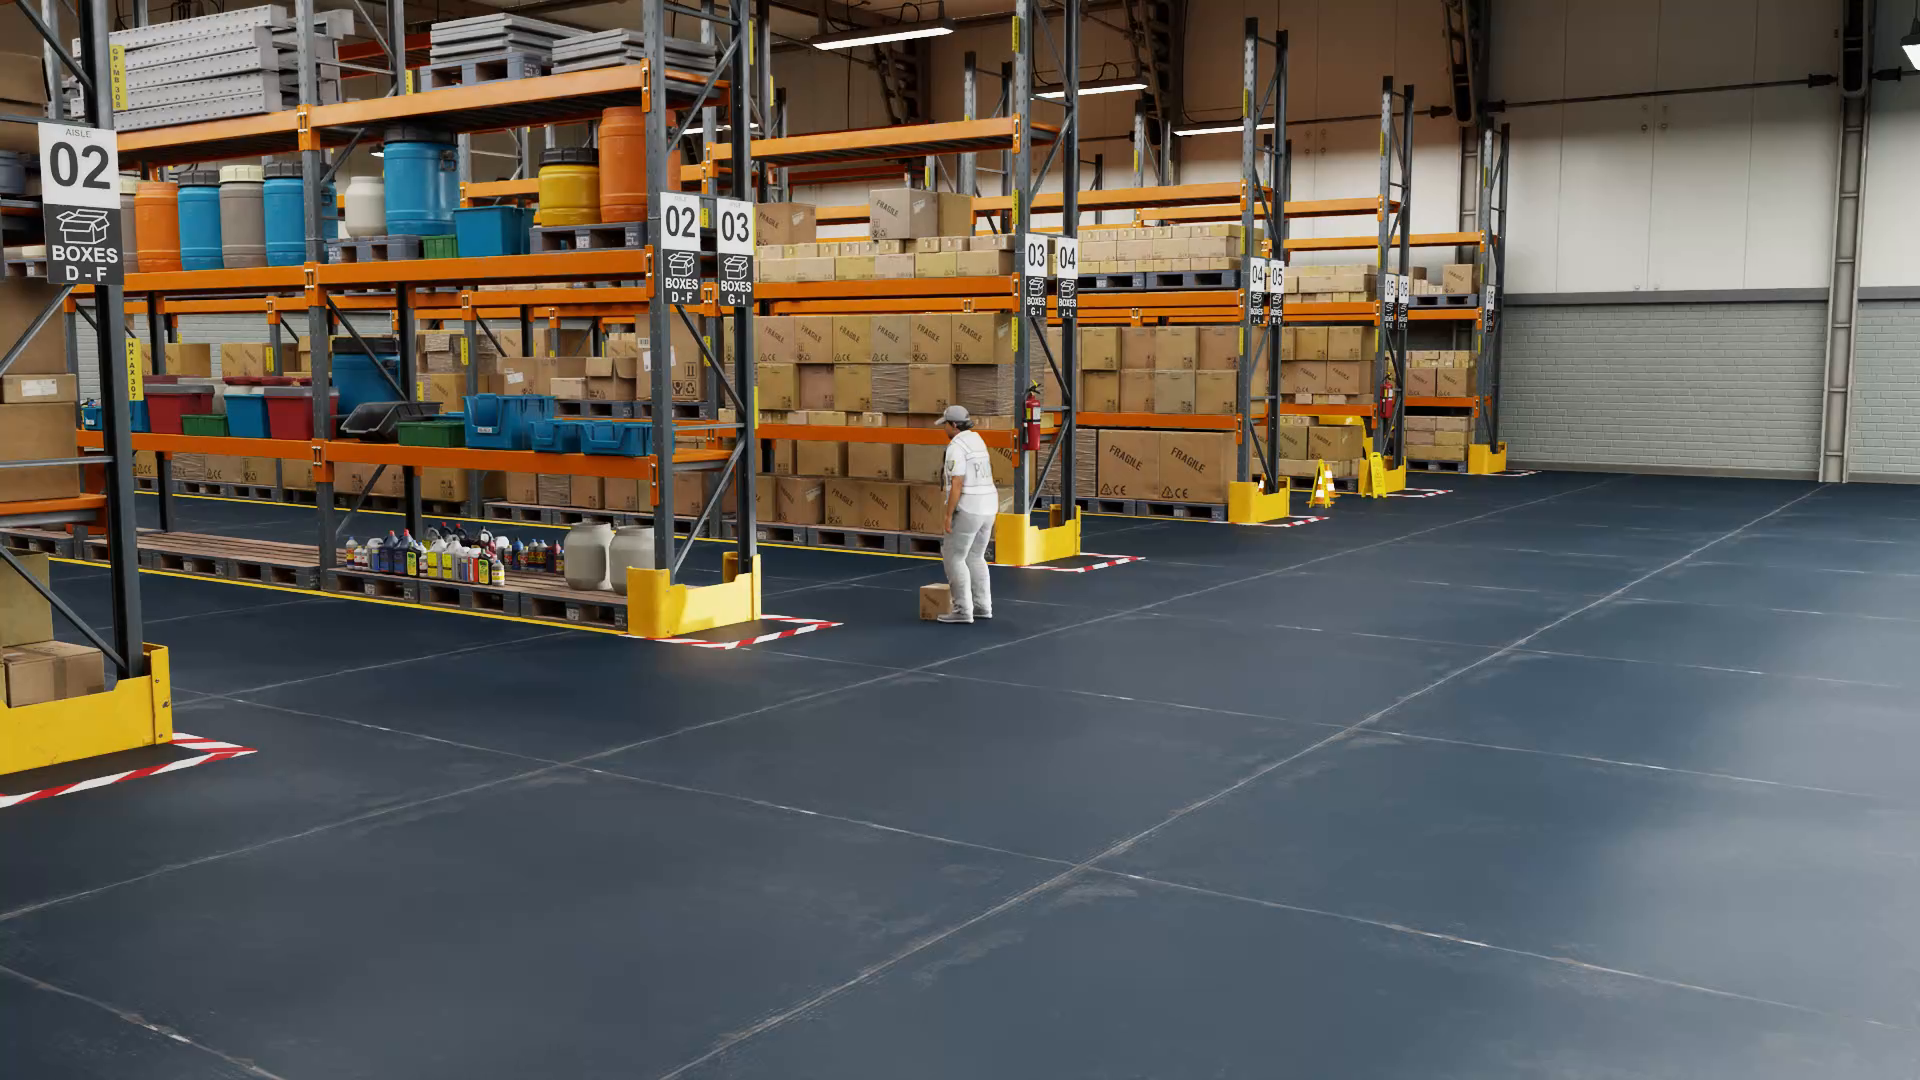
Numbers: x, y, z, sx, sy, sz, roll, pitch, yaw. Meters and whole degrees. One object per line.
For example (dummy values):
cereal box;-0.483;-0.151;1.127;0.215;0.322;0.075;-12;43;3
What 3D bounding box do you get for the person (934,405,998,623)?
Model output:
person;0.038;-0.204;12.791;0.469;1.666;0.563;4;7;30
